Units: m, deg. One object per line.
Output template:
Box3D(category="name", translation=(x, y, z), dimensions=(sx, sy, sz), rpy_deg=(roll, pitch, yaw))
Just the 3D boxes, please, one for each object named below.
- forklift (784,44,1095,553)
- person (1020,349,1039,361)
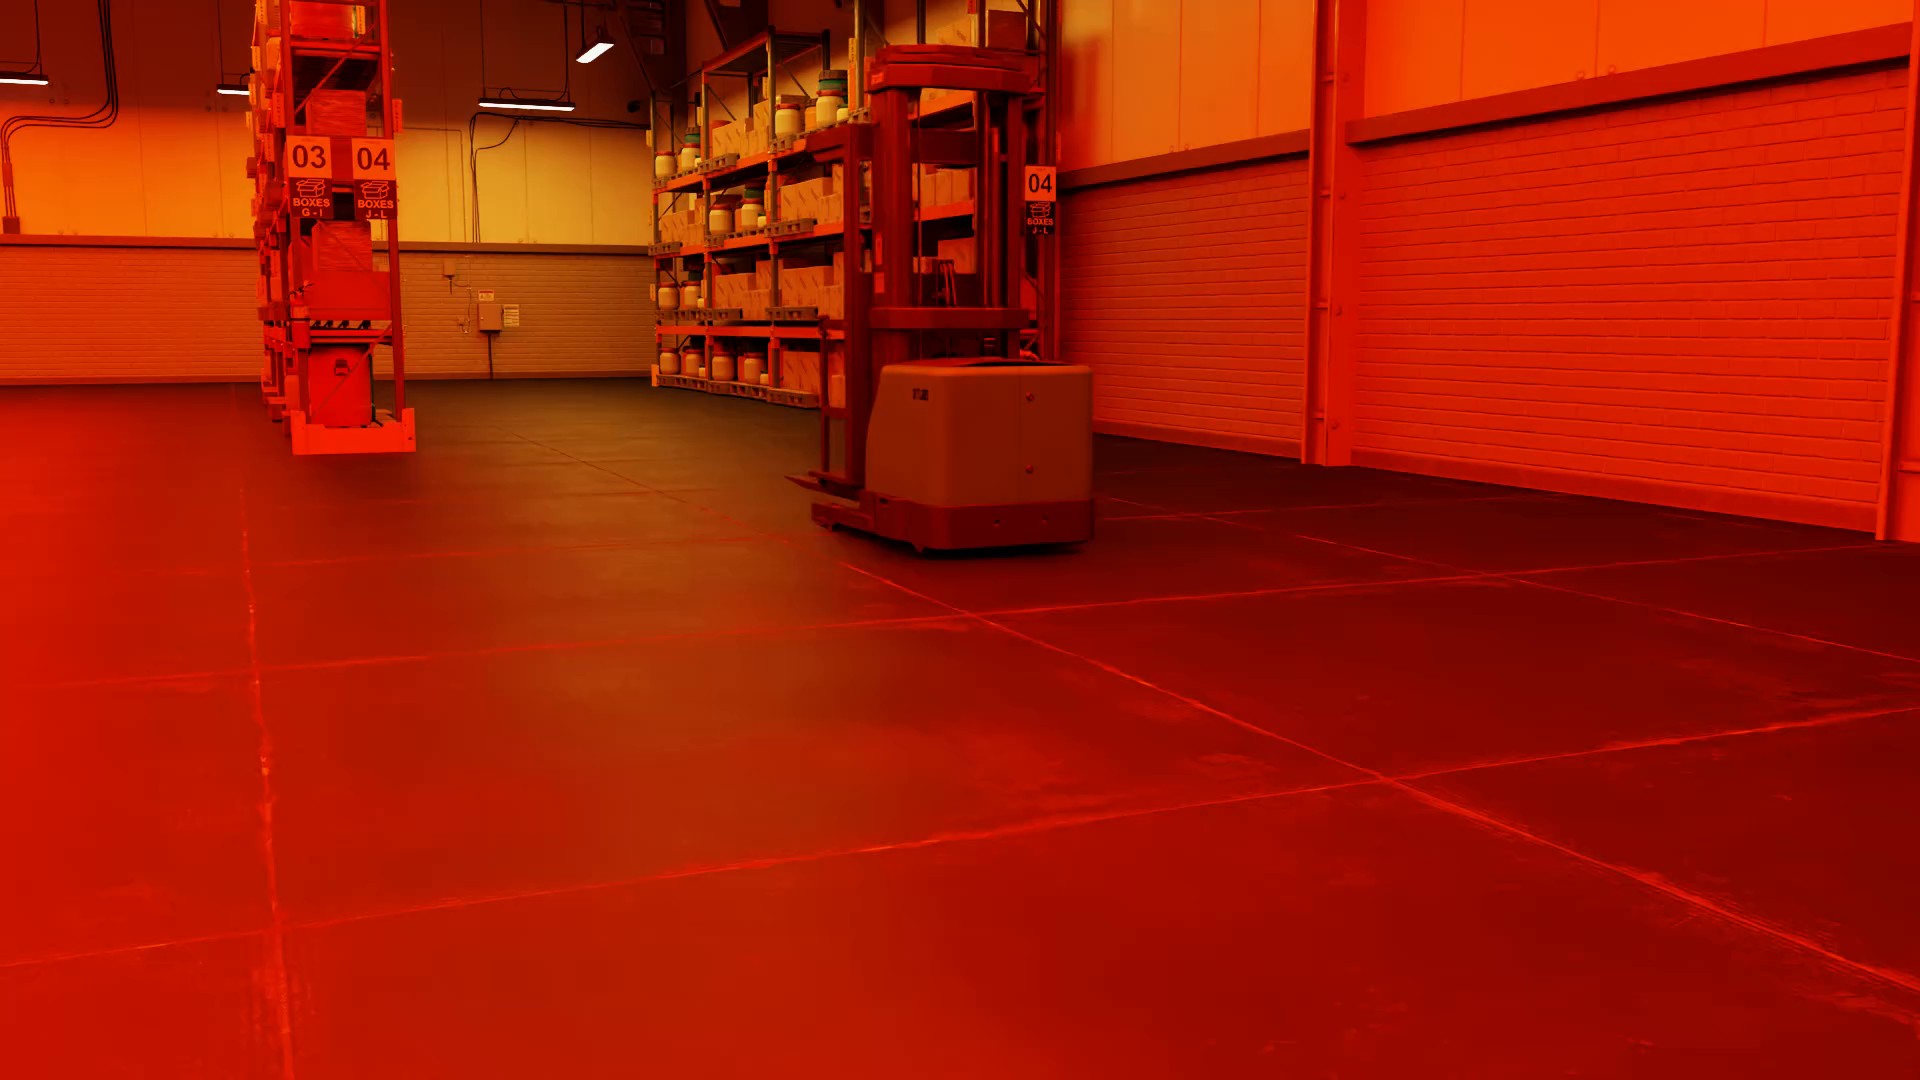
Box3D(category="forklift", translation=(-0.309, -1.532, 10.564), dimensions=(1.130, 2.935, 3.031), rpy_deg=(-4, 8, -25))
Box3D(category="person", translation=(0.120, -1.186, 13.379), dimensions=(1.297, 1.506, 0.734), rpy_deg=(-5, 9, -31))
